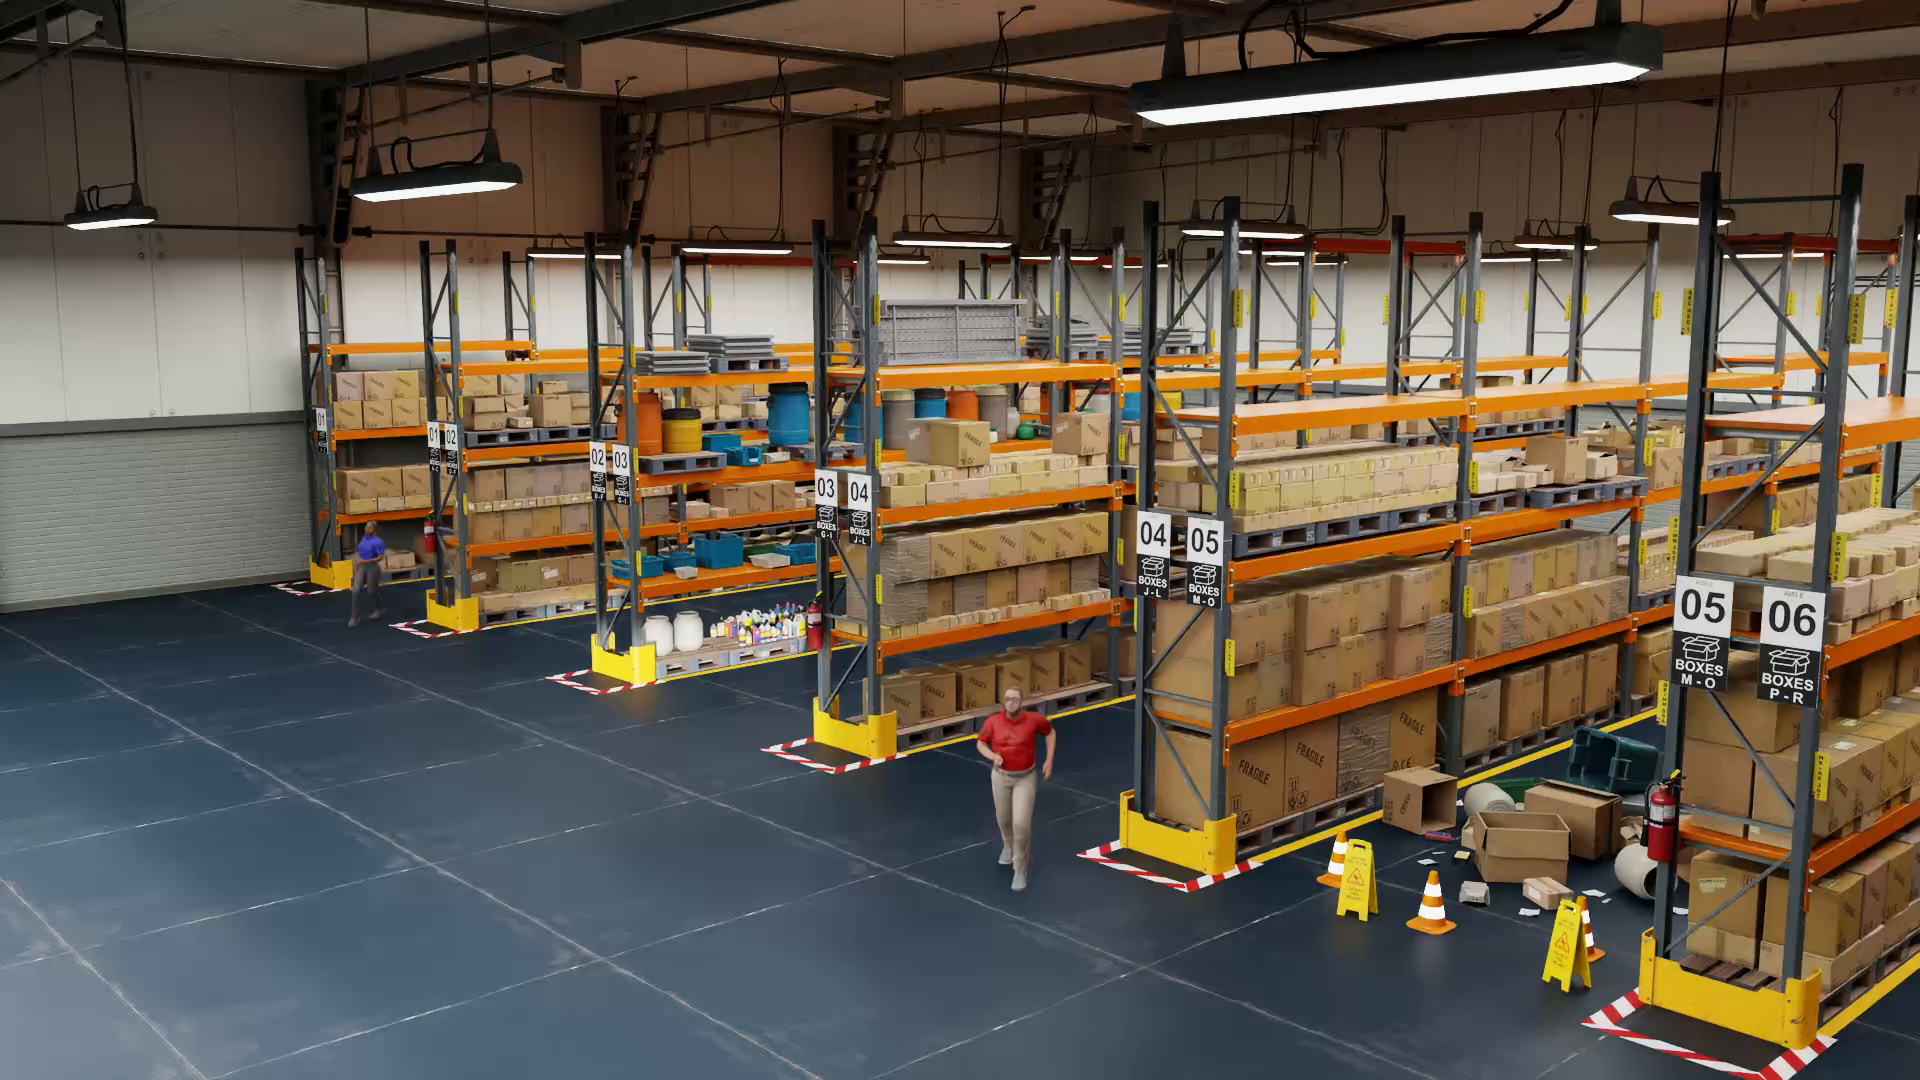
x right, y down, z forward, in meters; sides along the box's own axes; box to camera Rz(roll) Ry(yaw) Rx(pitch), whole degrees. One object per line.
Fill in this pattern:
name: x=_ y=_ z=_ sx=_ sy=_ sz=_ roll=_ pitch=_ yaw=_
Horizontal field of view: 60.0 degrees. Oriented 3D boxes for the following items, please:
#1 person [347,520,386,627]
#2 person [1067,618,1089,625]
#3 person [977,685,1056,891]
person: x=-9.301 y=0.517 z=26.309 sx=0.573 sy=1.685 sz=0.768 roll=3 pitch=9 yaw=18
person: x=1.742 y=0.455 z=24.752 sx=0.475 sy=1.648 sz=0.609 roll=-8 pitch=12 yaw=-44
person: x=0.491 y=2.166 z=14.821 sx=0.678 sy=1.799 sz=0.799 roll=2 pitch=9 yaw=12
